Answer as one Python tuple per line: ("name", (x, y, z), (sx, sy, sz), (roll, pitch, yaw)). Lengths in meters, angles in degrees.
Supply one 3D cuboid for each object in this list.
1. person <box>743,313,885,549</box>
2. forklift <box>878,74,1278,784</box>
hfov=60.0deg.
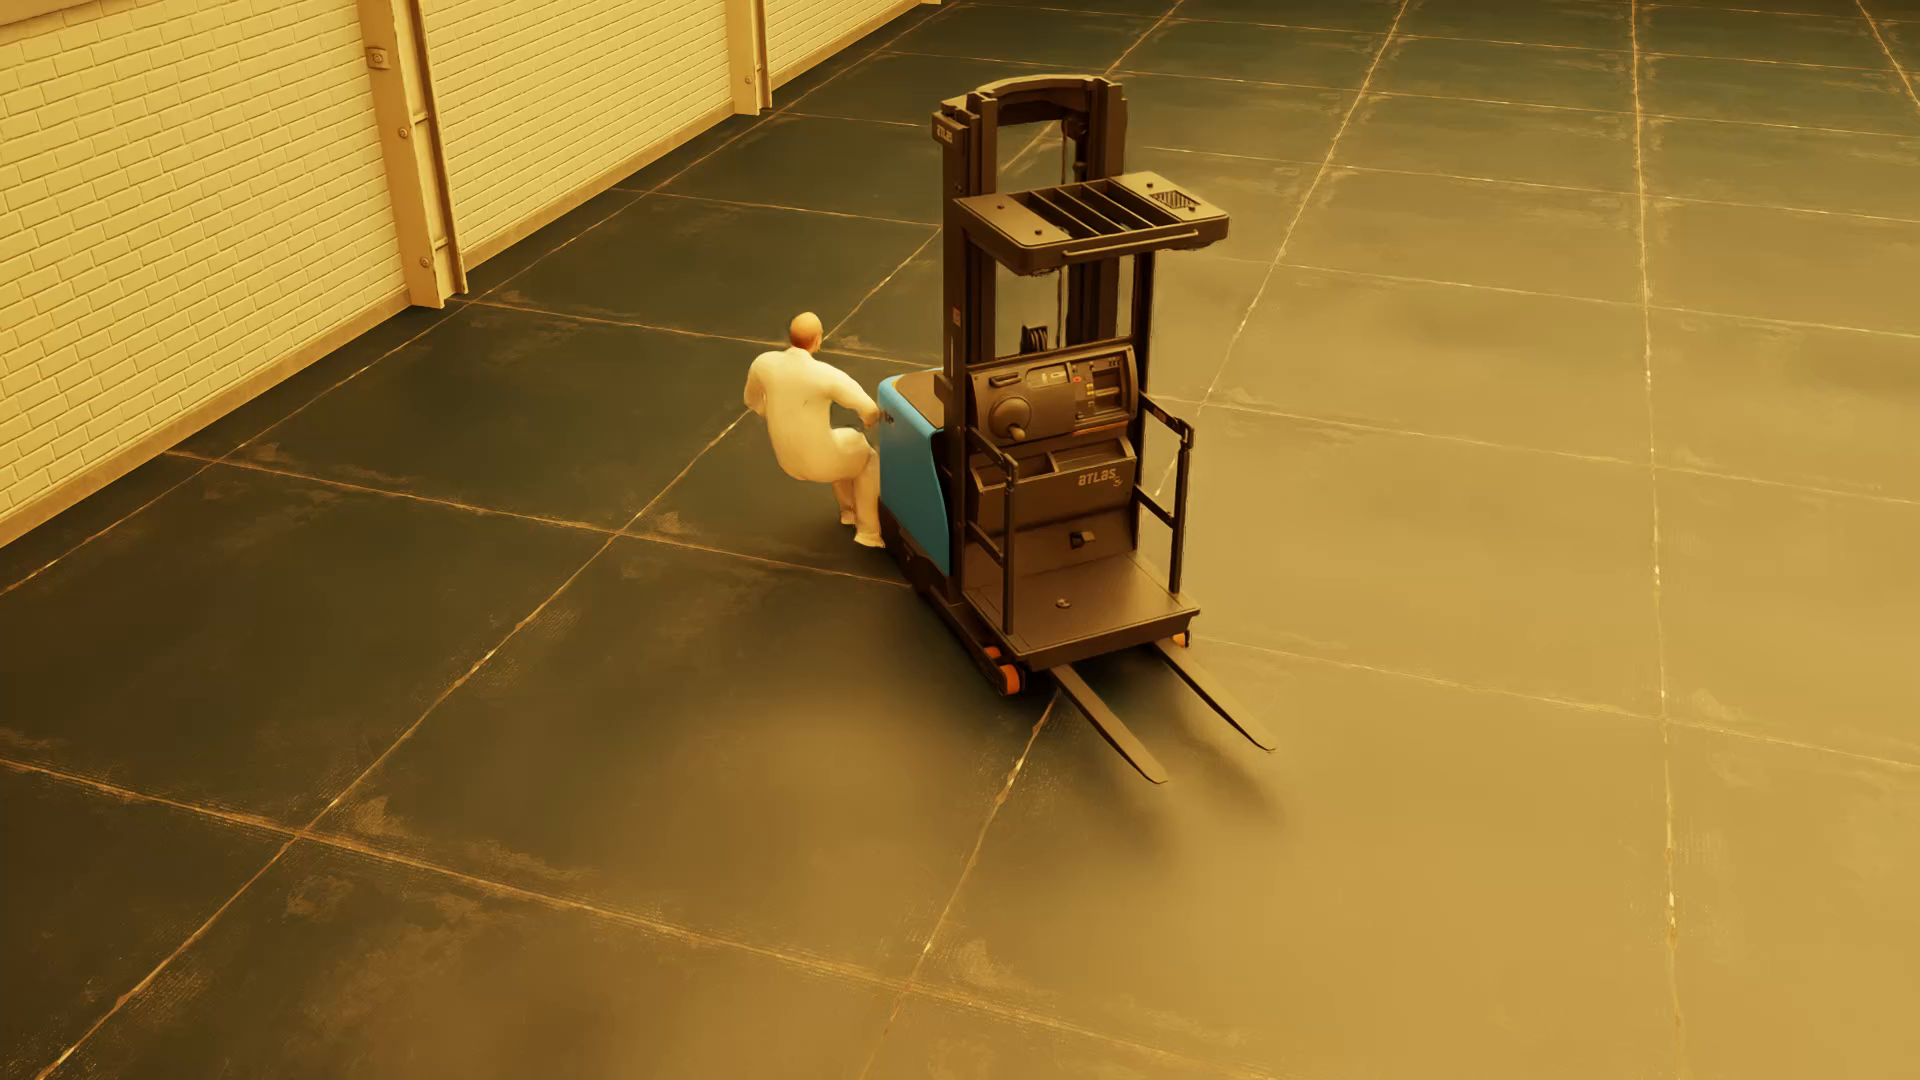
("person", (-0.761, -0.665, 9.809), (0.836, 1.573, 0.923), (13, 32, 21))
("forklift", (0.583, -0.705, 8.374), (1.130, 2.935, 3.031), (-13, 32, -21))
